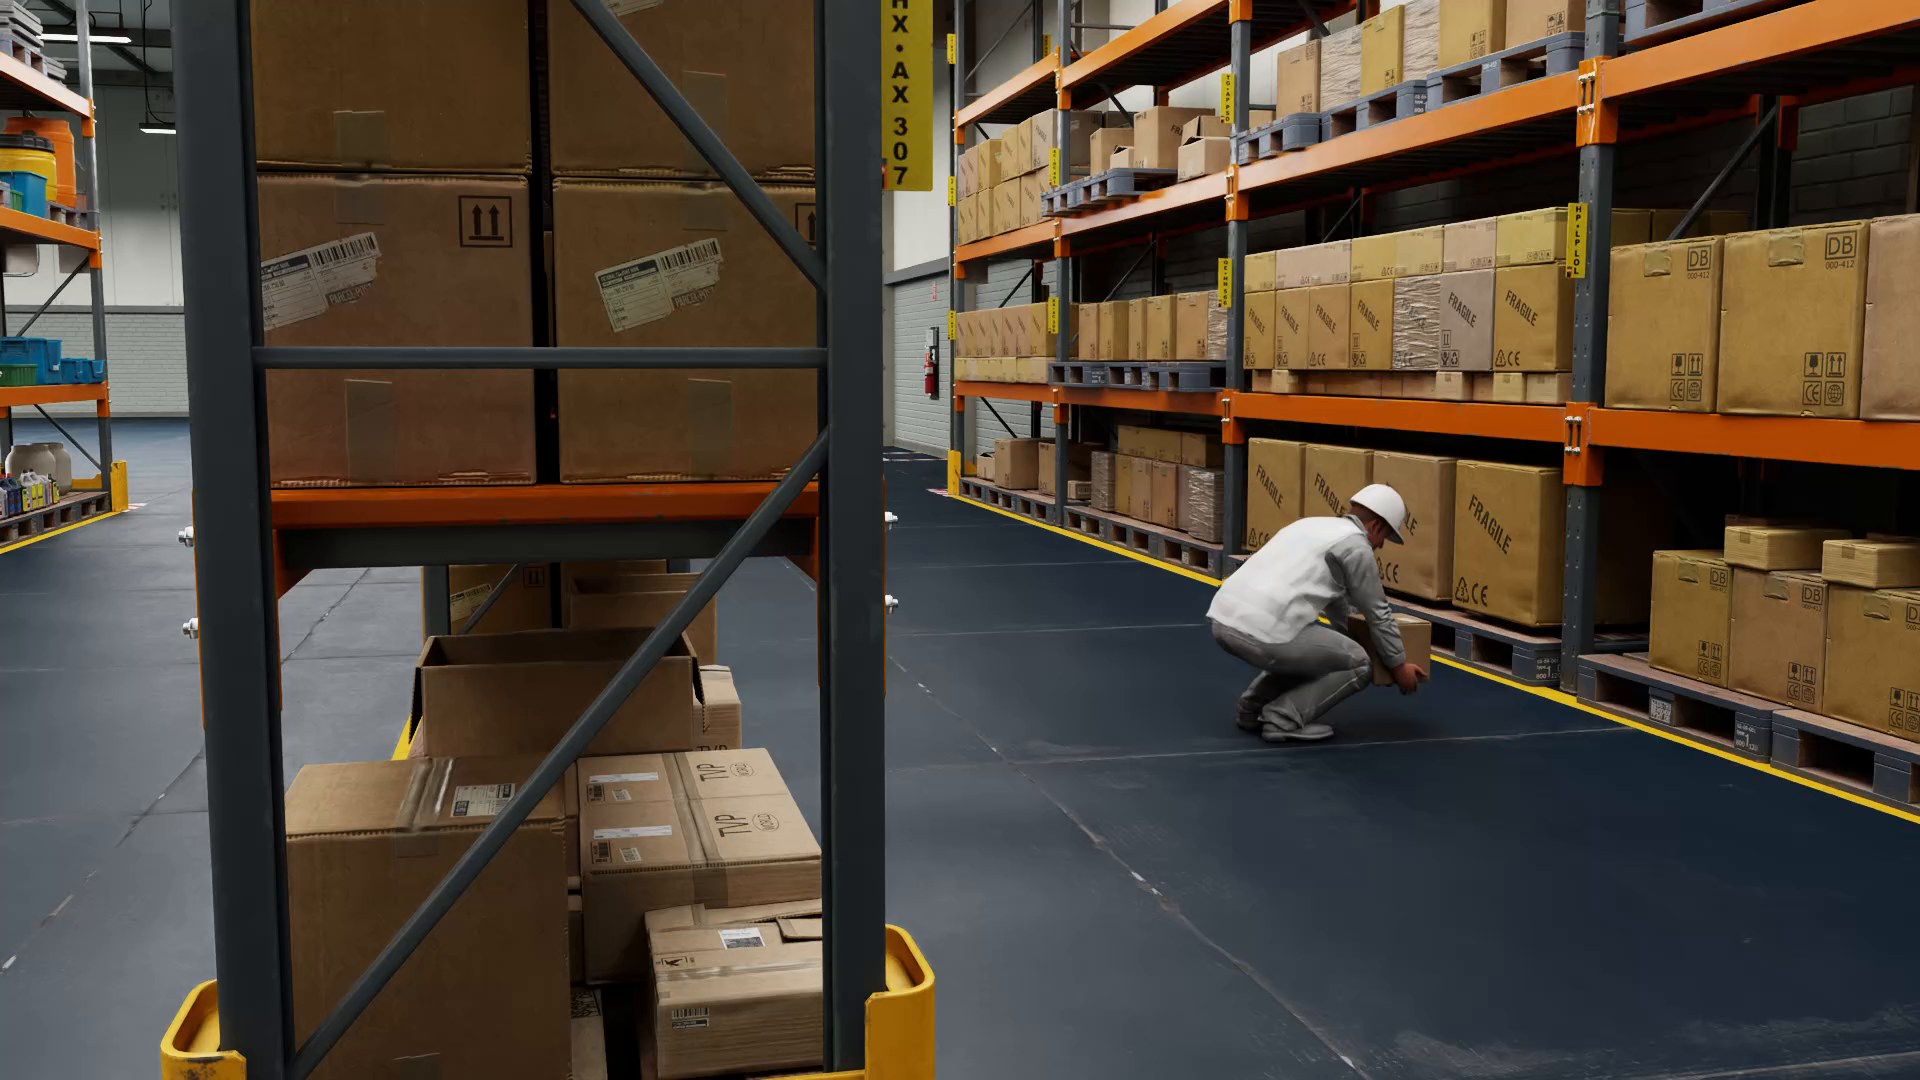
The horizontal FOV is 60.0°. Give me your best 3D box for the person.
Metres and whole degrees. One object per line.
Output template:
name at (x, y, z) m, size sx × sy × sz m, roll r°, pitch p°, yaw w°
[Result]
person at (1.450, 0.286, 6.793) m, size 0.880 × 1.012 × 0.521 m, roll -2°, pitch 6°, yaw -15°
